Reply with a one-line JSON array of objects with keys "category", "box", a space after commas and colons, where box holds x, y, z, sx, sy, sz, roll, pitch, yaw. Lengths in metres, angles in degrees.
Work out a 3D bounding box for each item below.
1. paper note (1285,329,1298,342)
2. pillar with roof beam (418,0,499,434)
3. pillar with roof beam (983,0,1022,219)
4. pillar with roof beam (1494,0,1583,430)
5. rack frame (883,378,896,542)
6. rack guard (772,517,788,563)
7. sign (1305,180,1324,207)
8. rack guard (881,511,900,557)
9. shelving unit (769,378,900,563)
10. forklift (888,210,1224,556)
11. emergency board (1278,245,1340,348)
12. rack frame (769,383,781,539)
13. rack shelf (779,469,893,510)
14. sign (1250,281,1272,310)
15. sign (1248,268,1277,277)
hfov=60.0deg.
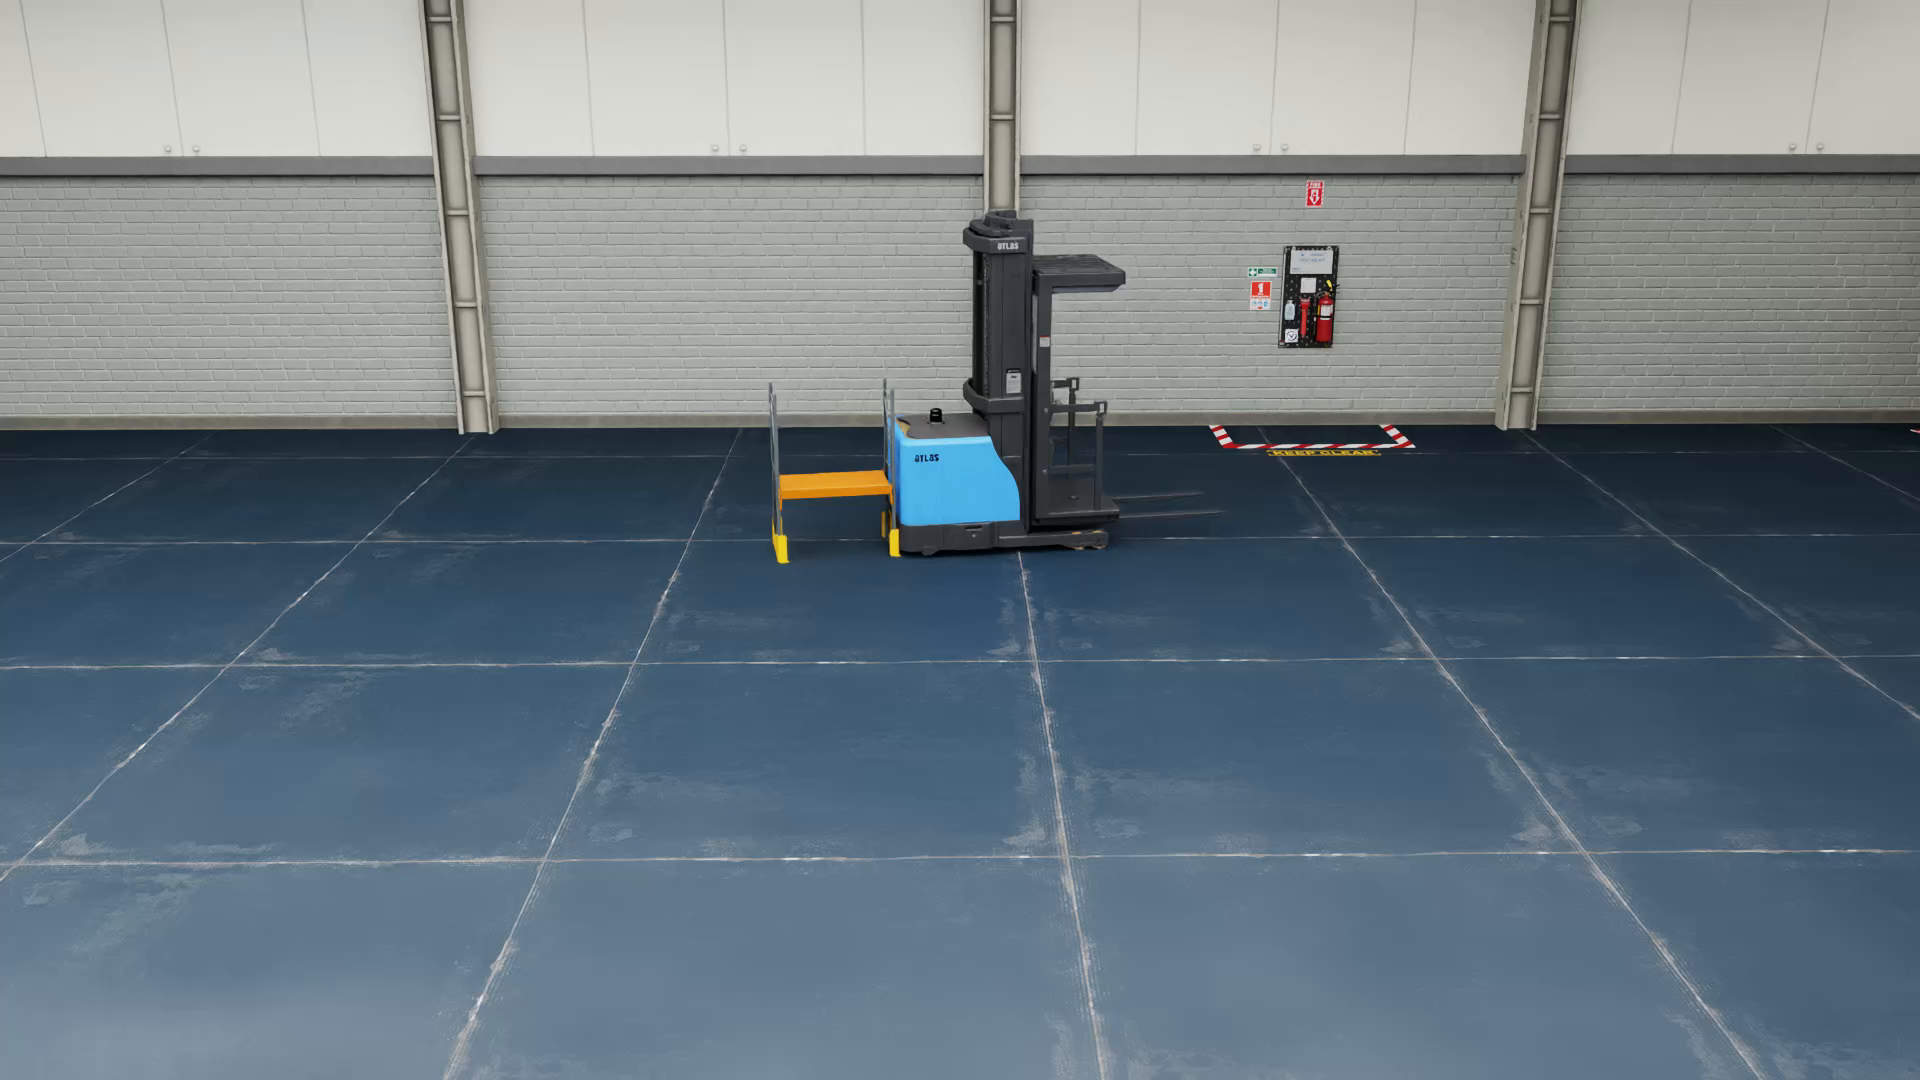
[{"category": "paper note", "box": [3.808, -2.346, 19.096, 0.142, 0.148, 0.016, 0, 18, -1]}, {"category": "pillar with roof beam", "box": [-5.473, -4.230, 13.703, 0.400, 9.000, 9.100, 0, 18, -1]}, {"category": "pillar with roof beam", "box": [0.527, -4.259, 13.793, 0.400, 9.000, 9.100, 0, 18, -1]}, {"category": "pillar with roof beam", "box": [6.526, -4.288, 13.884, 0.400, 9.000, 9.100, 0, 18, -1]}, {"category": "rack frame", "box": [-0.628, -0.655, 14.835, 0.032, 1.500, 0.500, -3, 18, -10]}, {"category": "rack guard", "box": [-1.608, -0.004, 14.854, 0.087, 0.250, 0.587, -3, 18, -10]}, {"category": "sign", "box": [3.977, -3.880, 18.639, 0.199, 0.298, 0.001, 0, 18, -1]}, {"category": "rack guard", "box": [-0.629, -0.059, 15.026, 0.087, 0.250, 0.587, -3, 18, -10]}, {"category": "shelving unit", "box": [-1.119, -0.627, 14.749, 1.083, 1.500, 0.587, -3, 18, -10]}, {"category": "forklift", "box": [0.883, -1.458, 14.996, 3.031, 2.935, 1.130, -3, 18, -10]}, {"category": "emergency board", "box": [3.986, -2.746, 18.898, 0.643, 1.169, 0.194, 0, 18, -1]}, {"category": "rack frame", "box": [-1.627, -0.598, 14.659, 0.032, 1.500, 0.500, -3, 18, -10]}, {"category": "rack shelf", "box": [-1.128, -0.455, 14.802, 1.000, 0.185, 0.538, -3, 18, -10]}, {"category": "sign", "box": [3.432, -2.791, 18.982, 0.234, 0.329, 0.001, 0, 18, -1]}, {"category": "sign", "box": [3.437, -3.041, 18.893, 0.331, 0.109, 0.001, 0, 18, -1]}]
